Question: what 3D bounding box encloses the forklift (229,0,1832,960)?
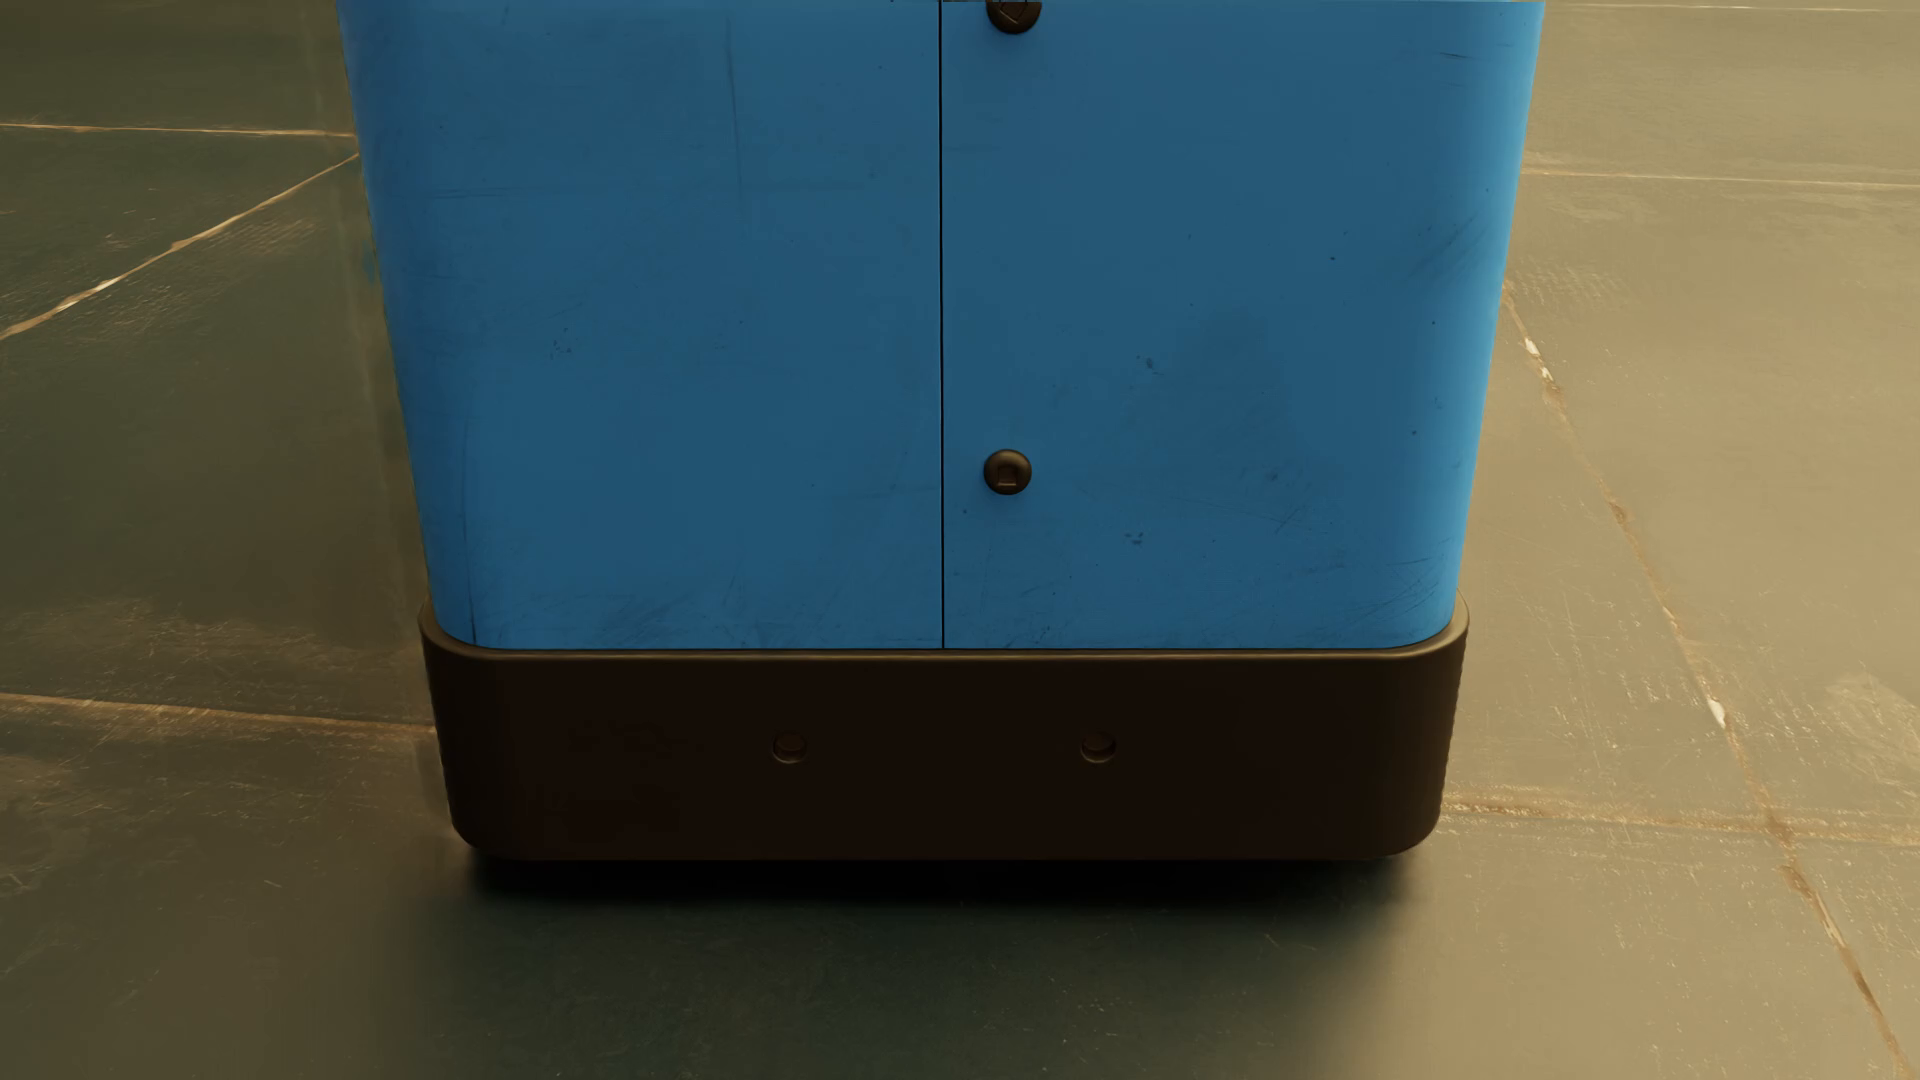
[{"bbox_3d":[-0.385,-1.507,2.237,1.130,2.935,3.031,-20,33,-34],"label":"forklift"}]
